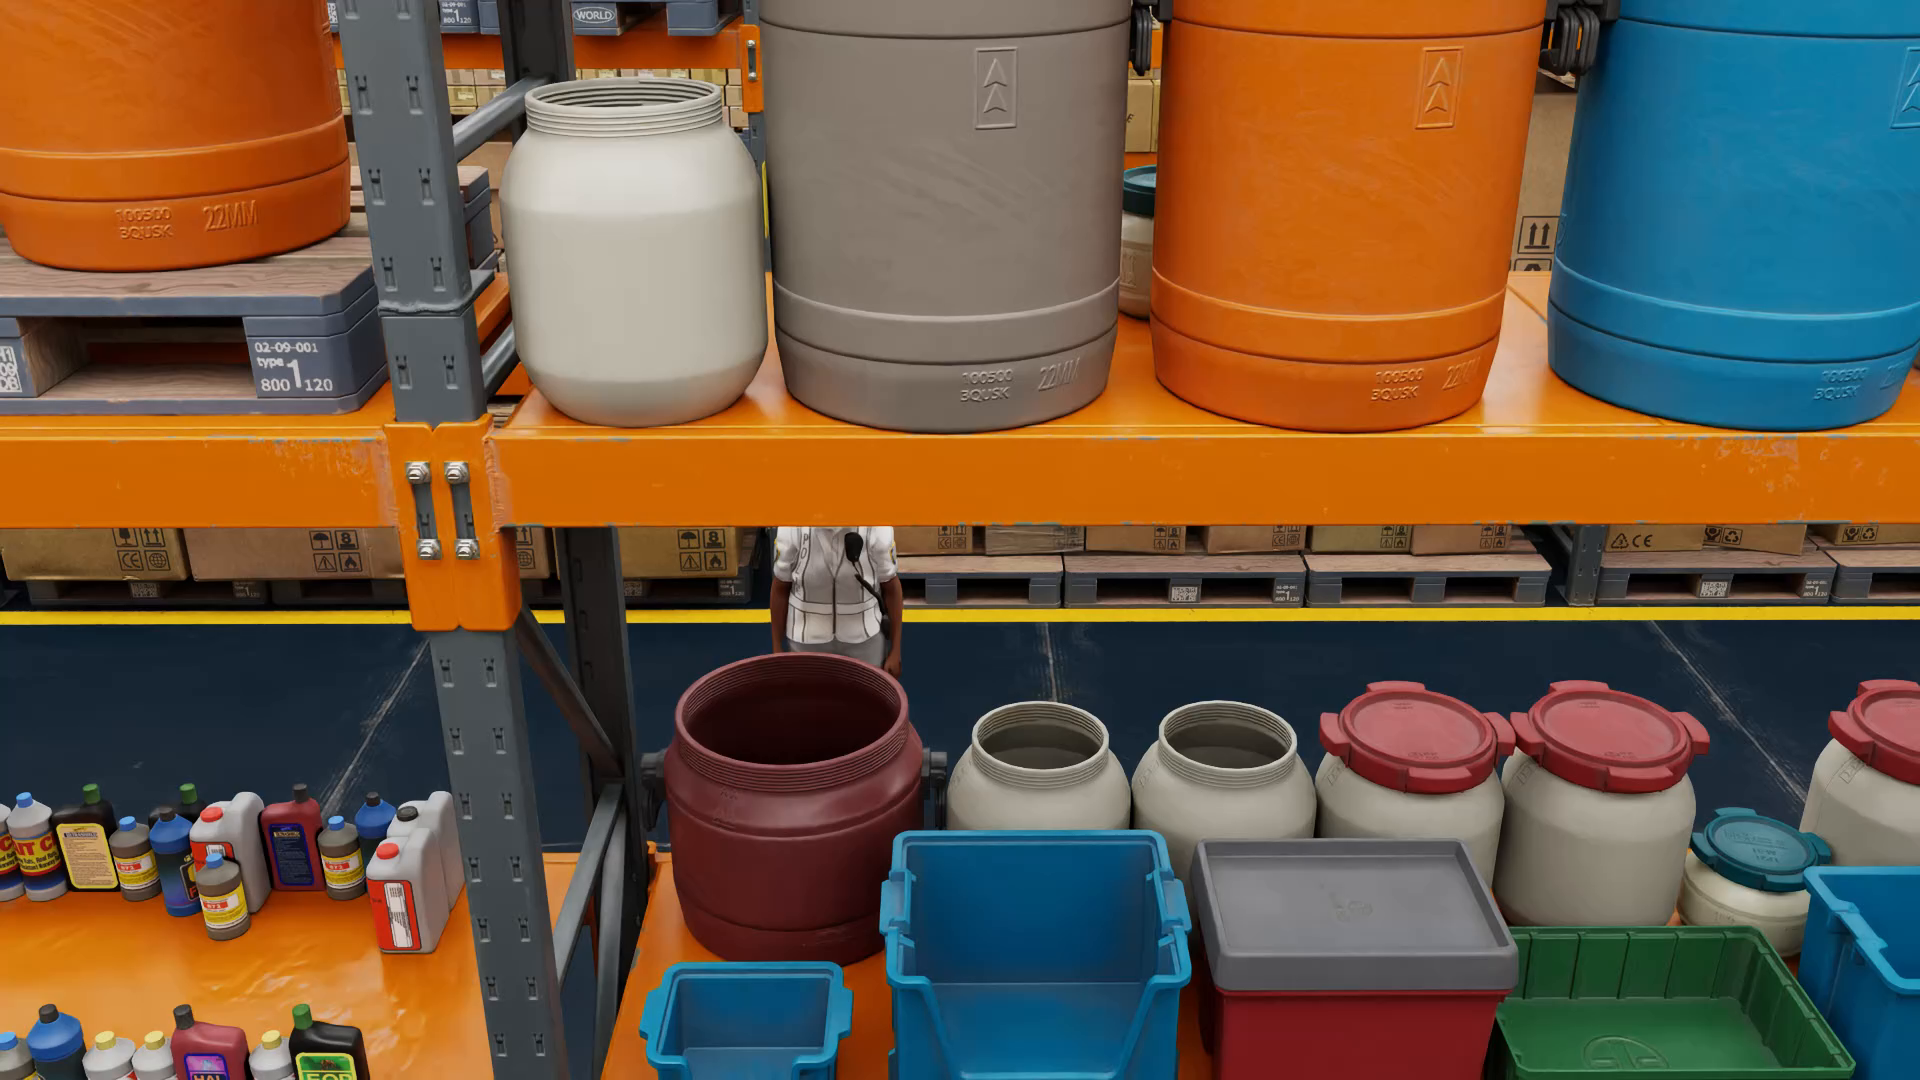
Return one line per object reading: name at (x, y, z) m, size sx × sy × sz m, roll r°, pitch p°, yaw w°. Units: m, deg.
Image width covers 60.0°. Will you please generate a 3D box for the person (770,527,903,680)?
person at (-0.463, 0.411, 6.193) m, size 0.505 × 1.659 × 0.416 m, roll 0°, pitch 24°, yaw 0°
